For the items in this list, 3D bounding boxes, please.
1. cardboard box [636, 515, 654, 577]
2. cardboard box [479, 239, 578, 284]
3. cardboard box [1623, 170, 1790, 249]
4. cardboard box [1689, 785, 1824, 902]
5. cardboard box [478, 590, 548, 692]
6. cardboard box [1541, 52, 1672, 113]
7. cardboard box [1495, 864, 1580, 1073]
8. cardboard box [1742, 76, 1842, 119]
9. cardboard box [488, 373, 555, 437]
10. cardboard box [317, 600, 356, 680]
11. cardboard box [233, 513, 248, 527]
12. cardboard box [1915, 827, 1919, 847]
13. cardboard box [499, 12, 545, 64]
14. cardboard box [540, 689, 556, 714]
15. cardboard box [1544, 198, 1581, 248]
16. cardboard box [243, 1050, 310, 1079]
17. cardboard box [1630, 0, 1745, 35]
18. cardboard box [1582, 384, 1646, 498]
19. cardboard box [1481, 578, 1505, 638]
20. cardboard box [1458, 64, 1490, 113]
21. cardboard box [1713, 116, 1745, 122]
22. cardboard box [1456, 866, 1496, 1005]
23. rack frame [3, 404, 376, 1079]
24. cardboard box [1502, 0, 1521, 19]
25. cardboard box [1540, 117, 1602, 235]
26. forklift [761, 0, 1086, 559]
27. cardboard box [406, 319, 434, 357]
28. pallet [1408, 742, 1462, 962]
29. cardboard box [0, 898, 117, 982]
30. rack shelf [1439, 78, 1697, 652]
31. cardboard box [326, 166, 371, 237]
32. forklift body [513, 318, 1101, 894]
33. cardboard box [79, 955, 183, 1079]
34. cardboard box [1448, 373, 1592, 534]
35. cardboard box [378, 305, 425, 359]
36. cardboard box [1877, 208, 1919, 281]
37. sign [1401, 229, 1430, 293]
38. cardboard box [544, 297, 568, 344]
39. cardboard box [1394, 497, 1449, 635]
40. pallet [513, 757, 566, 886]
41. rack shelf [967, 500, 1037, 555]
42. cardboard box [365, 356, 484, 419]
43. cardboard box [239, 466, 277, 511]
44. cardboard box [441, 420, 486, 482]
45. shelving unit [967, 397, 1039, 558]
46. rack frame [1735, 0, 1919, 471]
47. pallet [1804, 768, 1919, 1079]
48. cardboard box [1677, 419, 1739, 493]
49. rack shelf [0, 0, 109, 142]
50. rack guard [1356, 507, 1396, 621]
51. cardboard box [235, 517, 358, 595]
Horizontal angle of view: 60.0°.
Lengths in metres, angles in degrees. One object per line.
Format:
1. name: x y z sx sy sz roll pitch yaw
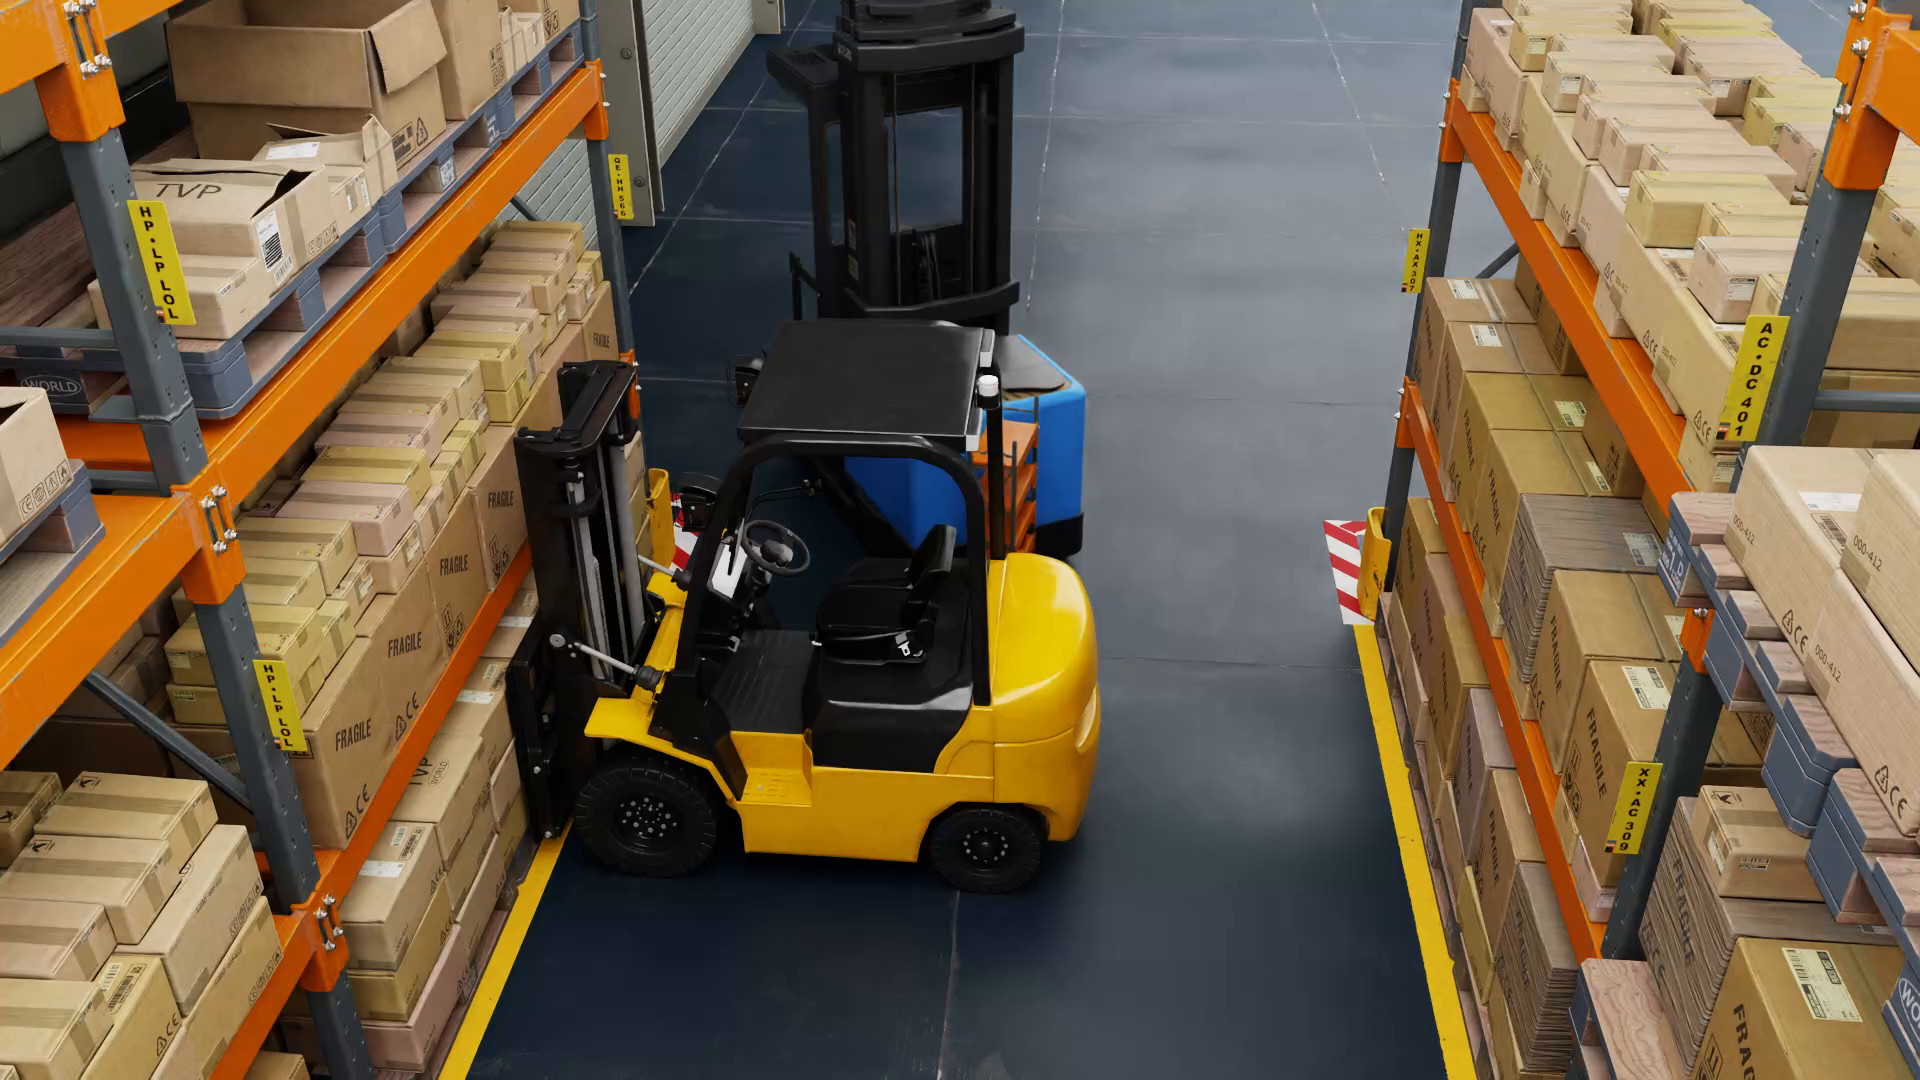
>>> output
1. cardboard box: -1.927 0.086 8.753 0.500 0.250 0.500 3 32 4
2. cardboard box: -2.011 -1.284 7.758 0.380 0.149 0.250 3 32 4
3. cardboard box: 2.172 -0.961 4.851 0.380 0.149 0.250 3 32 5
4. cardboard box: 2.028 0.743 4.068 0.380 0.149 0.250 2 32 4
5. cardboard box: -2.046 0.451 7.207 0.500 0.250 0.500 2 32 3
6. cardboard box: 2.303 -1.632 5.940 0.380 0.149 0.250 3 32 5
7. cardboard box: 2.199 1.488 5.762 0.500 0.500 0.500 2 32 3
8. cardboard box: 2.920 -1.472 5.680 0.380 0.149 0.250 3 32 5
9. cardboard box: -2.074 -0.400 7.226 0.500 0.500 0.500 2 32 3
10. cardboard box: -2.221 0.317 5.444 0.380 0.149 0.250 3 32 5
11. cardboard box: -2.760 0.021 5.923 0.380 0.149 0.250 3 32 4
12. cardboard box: 1.912 0.562 2.642 0.500 0.250 0.500 2 32 3
13. cardboard box: -1.968 -2.110 6.980 0.380 0.149 0.250 2 32 3
14. cardboard box: -2.048 0.676 7.319 0.500 0.250 0.500 2 32 4
15. cardboard box: 2.311 -1.150 5.918 0.380 0.149 0.250 2 32 3
16. cardboard box: -2.560 2.032 5.237 0.875 0.625 0.625 4 32 6
17. cardboard box: 2.952 -2.142 6.767 0.380 0.149 0.250 3 32 5
18. cardboard box: 2.754 -0.483 6.124 0.700 0.500 0.500 2 32 4
19. cardboard box: 2.256 0.262 6.485 0.380 0.149 0.250 3 32 4
20. cardboard box: 2.394 -1.966 7.241 0.380 0.149 0.250 2 32 4
21. cardboard box: 2.892 -1.481 6.075 0.500 0.250 0.500 3 32 5
22. cardboard box: 2.232 1.529 6.411 0.500 0.250 0.500 2 32 3
23. rack frame: -2.529 0.926 5.168 1.000 3.000 0.127 2 32 4
24. cardboard box: 2.512 -2.288 7.003 0.380 0.149 0.250 2 32 4
25. cardboard box: 2.308 -1.242 5.687 0.500 0.250 0.500 3 32 5
26. forklift: -0.397 -1.729 9.543 1.130 2.935 3.031 -14 34 -21
27. cardboard box: -2.556 -0.916 7.444 0.380 0.149 0.250 1 32 2
28. pallet: 2.535 1.331 7.169 1.003 0.211 1.213 2 32 4
29. cardboard box: -2.411 1.057 4.242 0.380 0.149 0.250 2 32 4
30. rack shelf: 2.581 -0.880 5.926 1.077 0.370 4.000 2 32 4
31. cardboard box: -2.127 -1.089 5.322 0.380 0.149 0.250 3 32 5
32. forklift body: -0.539 0.266 7.049 2.313 2.155 1.214 2 32 4
33. cardboard box: -2.349 1.314 4.205 0.500 0.250 0.500 2 32 3
34. cardboard box: 2.350 -0.351 6.862 0.500 0.500 0.500 2 32 3
35. cardboard box: -2.537 -0.902 7.138 0.380 0.149 0.250 3 32 6
36. cardboard box: 2.792 -0.799 4.588 0.380 0.149 0.250 1 32 2
37. sign: 2.203 -1.347 8.031 0.100 0.325 0.005 2 32 4
38. cardboard box: -2.026 -1.023 7.617 0.380 0.149 0.250 3 32 5
39. cardboard box: 2.402 0.140 7.950 0.500 0.500 0.500 1 32 2
40. pallet: -2.326 1.060 7.609 1.003 0.211 1.213 2 32 4
41. rack shelf: 0.220 -0.044 8.586 0.258 0.148 0.480 8 33 13
42. cardboard box: -2.141 -0.612 6.667 0.380 0.149 0.250 3 32 5
43. cardboard box: -2.735 -0.236 6.056 0.380 0.149 0.250 2 32 3
44. cardboard box: -2.095 -0.355 6.534 0.380 0.149 0.250 2 32 3
45. shelving unit: 0.220 -0.101 8.551 0.258 1.200 0.503 8 33 13
46. rack frame: 2.419 -1.418 3.253 1.000 3.000 0.127 2 32 4
47. pallet: 2.181 0.800 2.693 1.213 0.211 1.003 2 32 4
48. cardboard box: 2.140 -0.212 4.395 0.380 0.149 0.250 3 32 4
49. rack shelf: -2.692 -0.105 2.191 1.077 0.370 4.000 2 32 4
50. rack guard: 2.738 0.149 8.812 1.175 0.500 0.348 2 32 4
51. cardboard box: -2.264 0.053 5.589 0.380 0.149 0.250 2 32 3
